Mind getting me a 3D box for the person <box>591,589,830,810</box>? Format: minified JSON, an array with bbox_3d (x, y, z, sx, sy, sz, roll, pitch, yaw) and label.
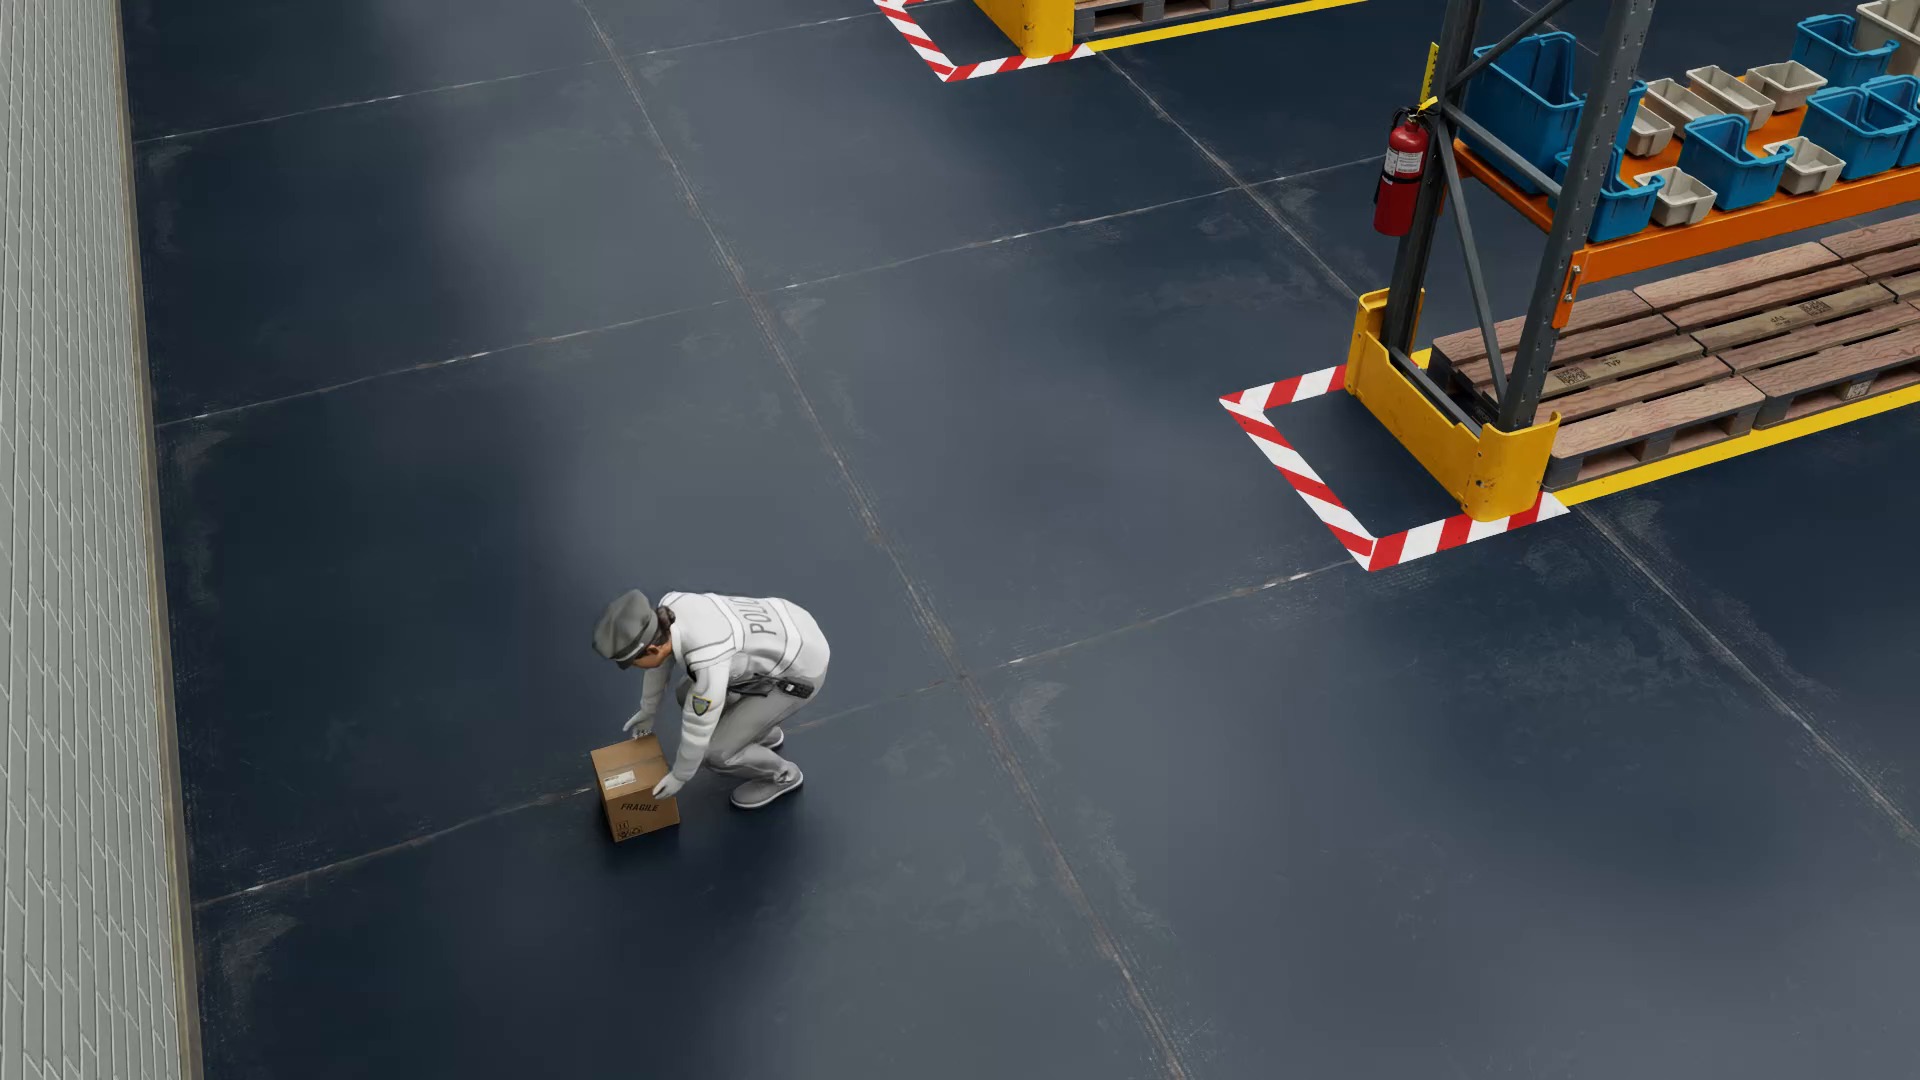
[{"bbox_3d":[-0.867,0.542,6.001,0.826,1.075,0.505,-16,44,-17],"label":"person"}]
